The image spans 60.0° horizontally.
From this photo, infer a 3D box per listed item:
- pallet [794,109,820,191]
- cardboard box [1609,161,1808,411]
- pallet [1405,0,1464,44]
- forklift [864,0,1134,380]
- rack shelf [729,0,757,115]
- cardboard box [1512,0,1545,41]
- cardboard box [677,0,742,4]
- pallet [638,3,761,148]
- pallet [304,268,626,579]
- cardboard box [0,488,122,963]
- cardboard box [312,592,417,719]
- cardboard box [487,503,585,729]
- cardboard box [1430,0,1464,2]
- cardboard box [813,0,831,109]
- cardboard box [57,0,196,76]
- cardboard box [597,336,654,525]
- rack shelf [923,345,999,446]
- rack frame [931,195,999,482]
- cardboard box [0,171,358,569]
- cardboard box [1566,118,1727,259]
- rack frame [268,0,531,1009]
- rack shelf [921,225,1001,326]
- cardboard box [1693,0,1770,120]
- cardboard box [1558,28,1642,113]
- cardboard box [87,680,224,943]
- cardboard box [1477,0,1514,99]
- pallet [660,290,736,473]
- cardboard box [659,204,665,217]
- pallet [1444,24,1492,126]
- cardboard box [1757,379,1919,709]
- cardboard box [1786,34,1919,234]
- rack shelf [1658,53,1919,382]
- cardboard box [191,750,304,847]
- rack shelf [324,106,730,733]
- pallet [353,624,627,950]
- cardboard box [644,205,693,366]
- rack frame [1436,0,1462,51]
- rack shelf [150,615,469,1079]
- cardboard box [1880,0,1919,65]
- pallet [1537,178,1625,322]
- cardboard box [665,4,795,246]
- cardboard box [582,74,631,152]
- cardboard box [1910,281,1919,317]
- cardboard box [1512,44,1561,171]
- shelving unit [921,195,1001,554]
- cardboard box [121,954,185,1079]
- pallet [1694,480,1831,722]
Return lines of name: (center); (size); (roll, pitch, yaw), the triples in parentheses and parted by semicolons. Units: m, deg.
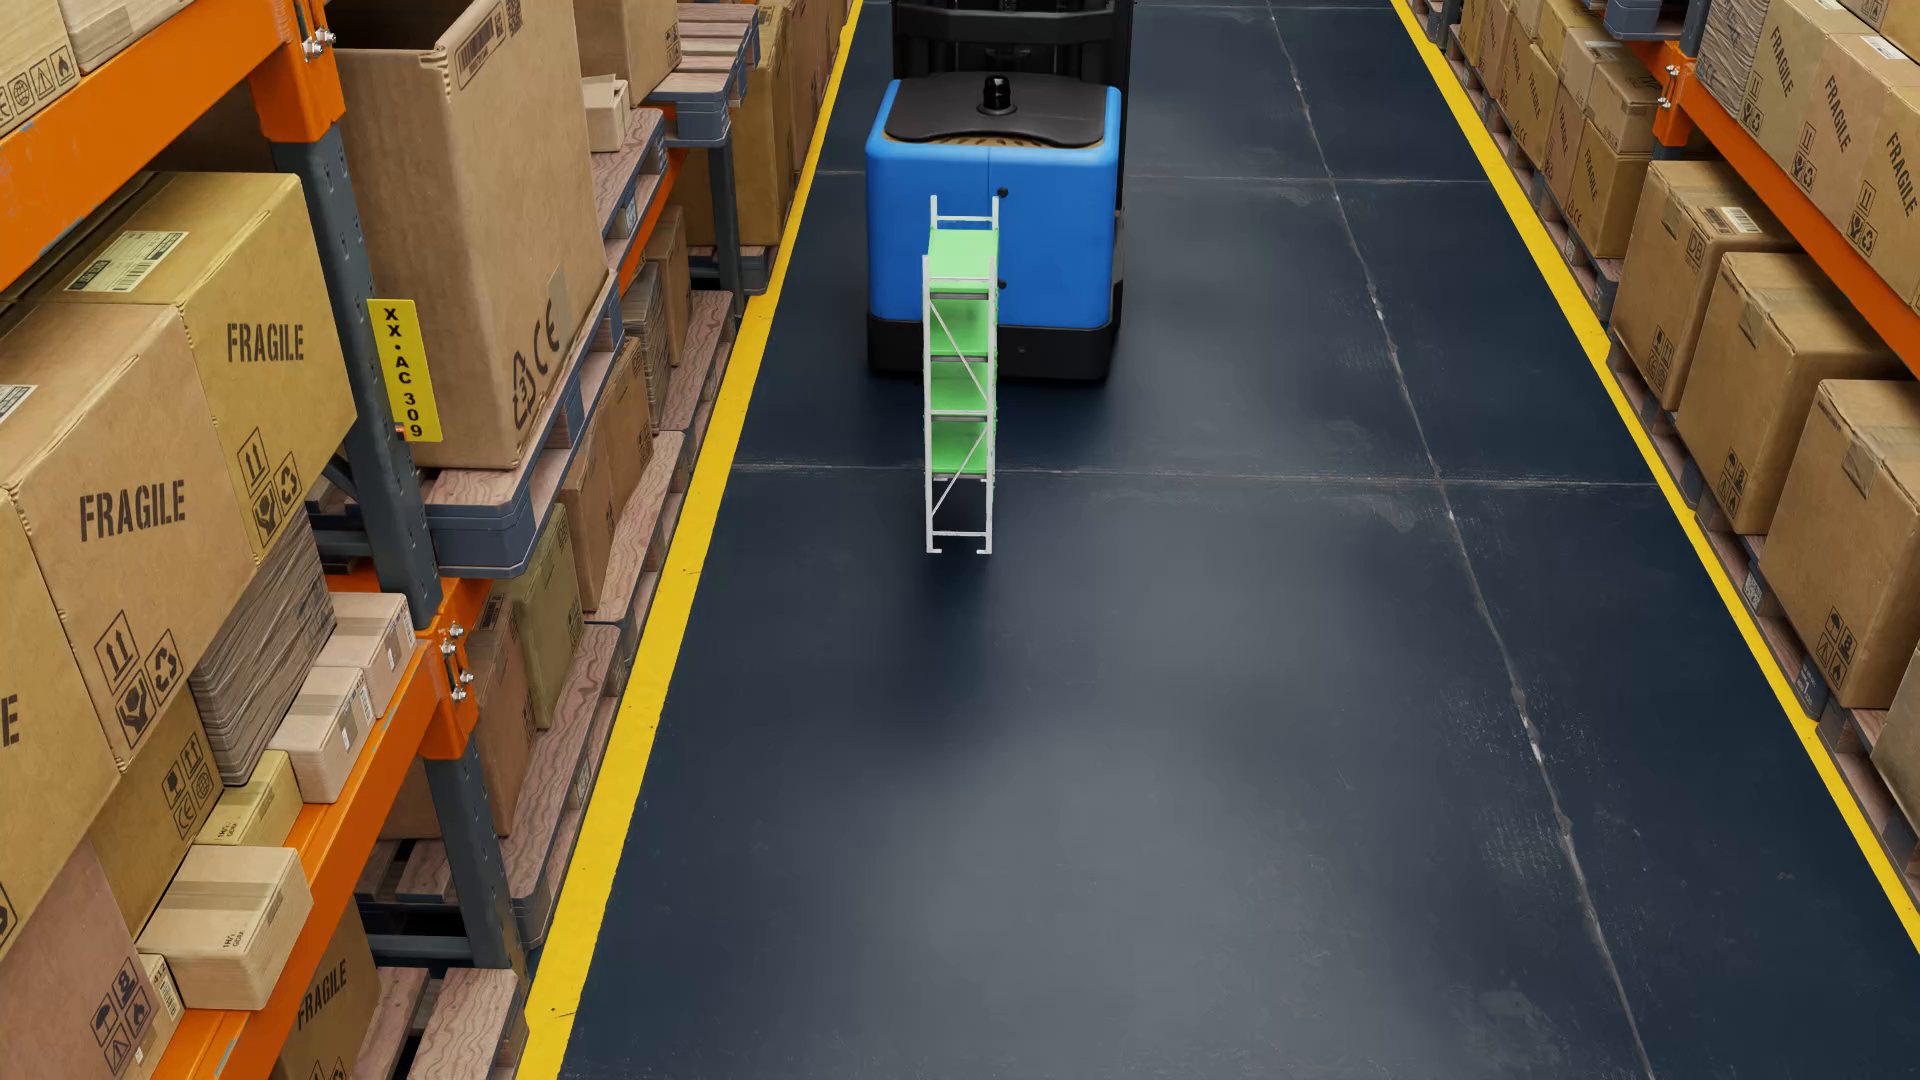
pallet: (-1.350, -2.302, 9.341); (1.003, 0.211, 1.213); (1, 35, 2)
cardboard box: (3.328, -1.023, 6.688); (1.050, 0.750, 0.750); (1, 35, 1)
pallet: (3.595, -3.663, 11.279); (1.003, 0.211, 1.213); (1, 35, 2)
forklift: (0.261, -2.714, 7.562); (1.130, 2.935, 3.031); (3, 35, 5)
rack shelf: (-1.429, -3.147, 8.745); (1.077, 0.370, 4.000); (1, 35, 2)
cardboard box: (3.266, -2.856, 8.862); (0.500, 0.250, 0.500); (3, 35, 4)
cardboard box: (-1.218, -2.606, 7.262); (0.500, 0.500, 0.500); (2, 35, 3)
pallet: (-1.431, -1.802, 6.372); (1.213, 0.211, 1.003); (1, 35, 2)
pallet: (-1.494, -0.351, 4.308); (1.003, 0.211, 1.213); (1, 35, 2)
cardboard box: (-1.453, 0.274, 2.037); (0.500, 0.500, 0.500); (1, 35, 2)
cardboard box: (-1.385, 0.239, 3.520); (0.380, 0.149, 0.250); (1, 35, 2)
cardboard box: (-1.586, 0.223, 5.116); (0.700, 0.500, 0.500); (1, 35, 2)
cardboard box: (3.279, -3.656, 10.958); (0.380, 0.149, 0.250); (2, 35, 2)
cardboard box: (-1.389, -3.011, 9.409); (1.225, 0.875, 0.875); (0, 35, 0)
cardboard box: (-1.427, -0.892, 2.432); (0.500, 0.250, 0.500); (3, 35, 4)
cardboard box: (-1.541, -0.419, 6.029); (0.700, 0.500, 0.500); (4, 35, 6)
rack shelf: (0.007, -0.534, 6.077); (0.258, 0.148, 0.480); (1, 35, 2)
rack frame: (0.016, -0.726, 6.240); (0.240, 1.200, 0.015); (1, 35, 2)
cardboard box: (-1.413, -0.301, 2.854); (0.500, 0.500, 0.500); (1, 35, 2)
cardboard box: (3.208, -1.653, 7.802); (0.500, 0.500, 0.500); (1, 35, 2)
rack frame: (-1.670, 0.006, 3.633); (1.000, 3.000, 0.127); (1, 35, 2)
rack shelf: (0.007, -0.926, 5.801); (0.258, 0.148, 0.480); (1, 35, 2)
cardboard box: (3.155, -1.909, 6.270); (0.500, 0.500, 0.500); (2, 35, 2)
cardboard box: (3.218, -2.265, 8.020); (0.500, 0.250, 0.500); (2, 35, 3)
cardboard box: (-1.805, 0.387, 2.745); (0.875, 0.500, 0.500); (1, 35, 2)
cardboard box: (3.289, -2.844, 9.497); (0.500, 0.500, 0.500); (3, 35, 4)
pallet: (-1.542, -0.702, 7.066); (1.003, 0.211, 1.213); (1, 35, 2)
cardboard box: (-1.506, -1.371, 6.731); (0.500, 0.250, 0.500); (3, 35, 4)
pallet: (3.574, -2.829, 10.092); (1.003, 0.211, 1.213); (1, 35, 2)
cardboard box: (3.260, 0.014, 5.212); (1.050, 0.750, 0.750); (1, 35, 2)
cardboard box: (3.117, -1.327, 5.442); (0.500, 0.500, 0.500); (1, 35, 2)
rack shelf: (3.362, -0.676, 5.229); (1.077, 0.370, 4.000); (1, 35, 2)
cardboard box: (-1.474, 0.525, 3.113); (0.380, 0.149, 0.250); (1, 35, 2)
rack shelf: (-1.589, -0.849, 5.475); (1.077, 0.370, 4.000); (1, 35, 2)
pallet: (-1.640, 0.700, 5.071); (1.003, 0.211, 1.213); (1, 35, 2)
cardboard box: (-1.516, -1.064, 6.947); (0.700, 0.500, 0.500); (0, 35, -1)
rack frame: (3.603, -4.418, 9.927); (1.000, 3.000, 0.127); (1, 35, 2)
rack shelf: (-1.750, 1.449, 2.205); (1.077, 0.370, 4.000); (1, 35, 2)
cardboard box: (3.377, -1.726, 5.141); (0.700, 0.500, 0.500); (1, 35, 1)
pallet: (3.476, -1.428, 8.098); (1.003, 0.211, 1.213); (1, 35, 2)
cardboard box: (-1.461, -1.991, 7.956); (1.225, 0.875, 0.875); (0, 35, 0)
cardboard box: (-1.306, -1.445, 5.449); (0.396, 0.266, 0.258); (0, 35, 1)
cardboard box: (3.077, -0.749, 4.620); (0.500, 0.500, 0.500); (2, 35, 2)
cardboard box: (3.238, -2.255, 8.659); (0.500, 0.500, 0.500); (0, 35, 0)
shelving unit: (0.007, -0.586, 6.040); (0.258, 1.200, 0.503); (1, 35, 2)
cardboard box: (-1.515, 0.812, 2.705); (0.380, 0.149, 0.250); (1, 35, 2)
pallet: (3.284, 0.172, 5.822); (1.003, 0.211, 1.213); (1, 35, 2)
